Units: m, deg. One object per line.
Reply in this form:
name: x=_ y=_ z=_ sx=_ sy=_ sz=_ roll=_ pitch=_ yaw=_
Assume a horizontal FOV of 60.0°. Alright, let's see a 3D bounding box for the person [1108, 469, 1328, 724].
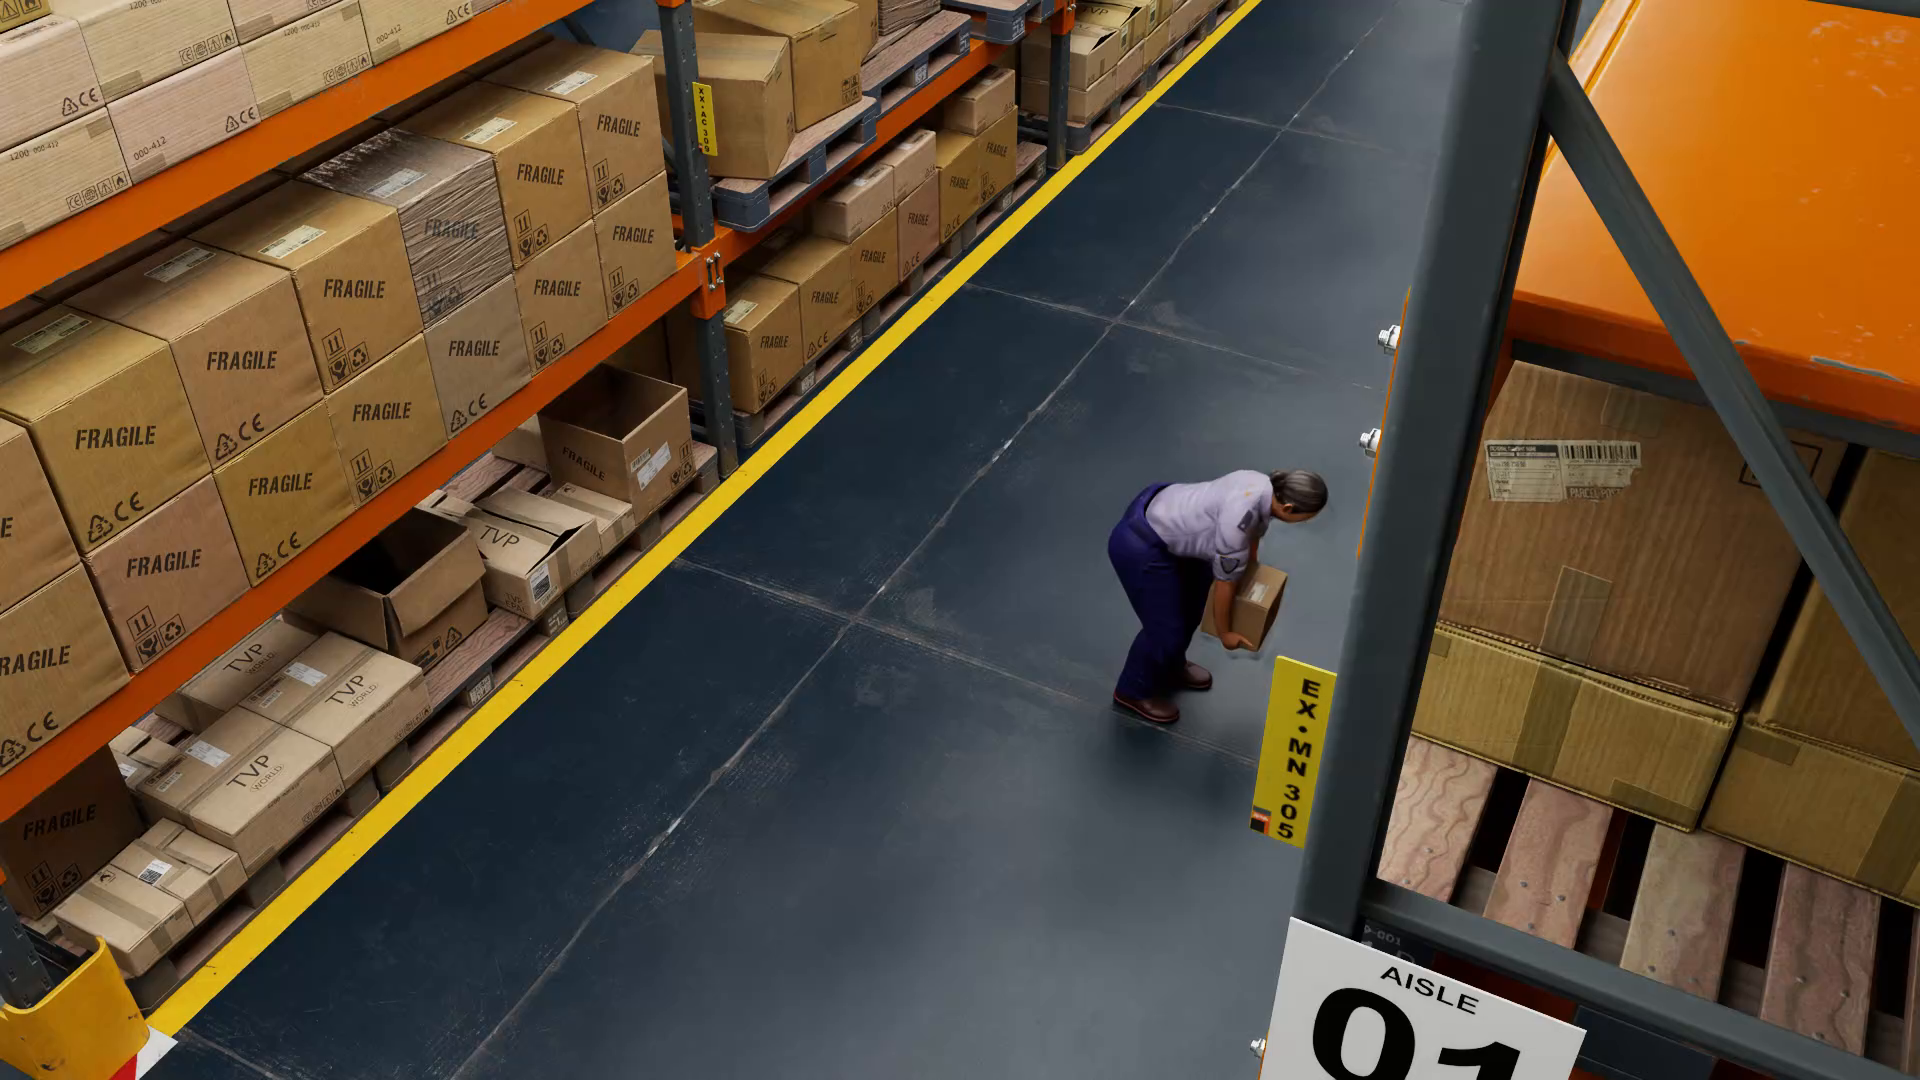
person: x=1.018 y=0.192 z=6.801 sx=0.824 sy=1.303 sz=0.444 roll=17 pitch=41 yaw=20
